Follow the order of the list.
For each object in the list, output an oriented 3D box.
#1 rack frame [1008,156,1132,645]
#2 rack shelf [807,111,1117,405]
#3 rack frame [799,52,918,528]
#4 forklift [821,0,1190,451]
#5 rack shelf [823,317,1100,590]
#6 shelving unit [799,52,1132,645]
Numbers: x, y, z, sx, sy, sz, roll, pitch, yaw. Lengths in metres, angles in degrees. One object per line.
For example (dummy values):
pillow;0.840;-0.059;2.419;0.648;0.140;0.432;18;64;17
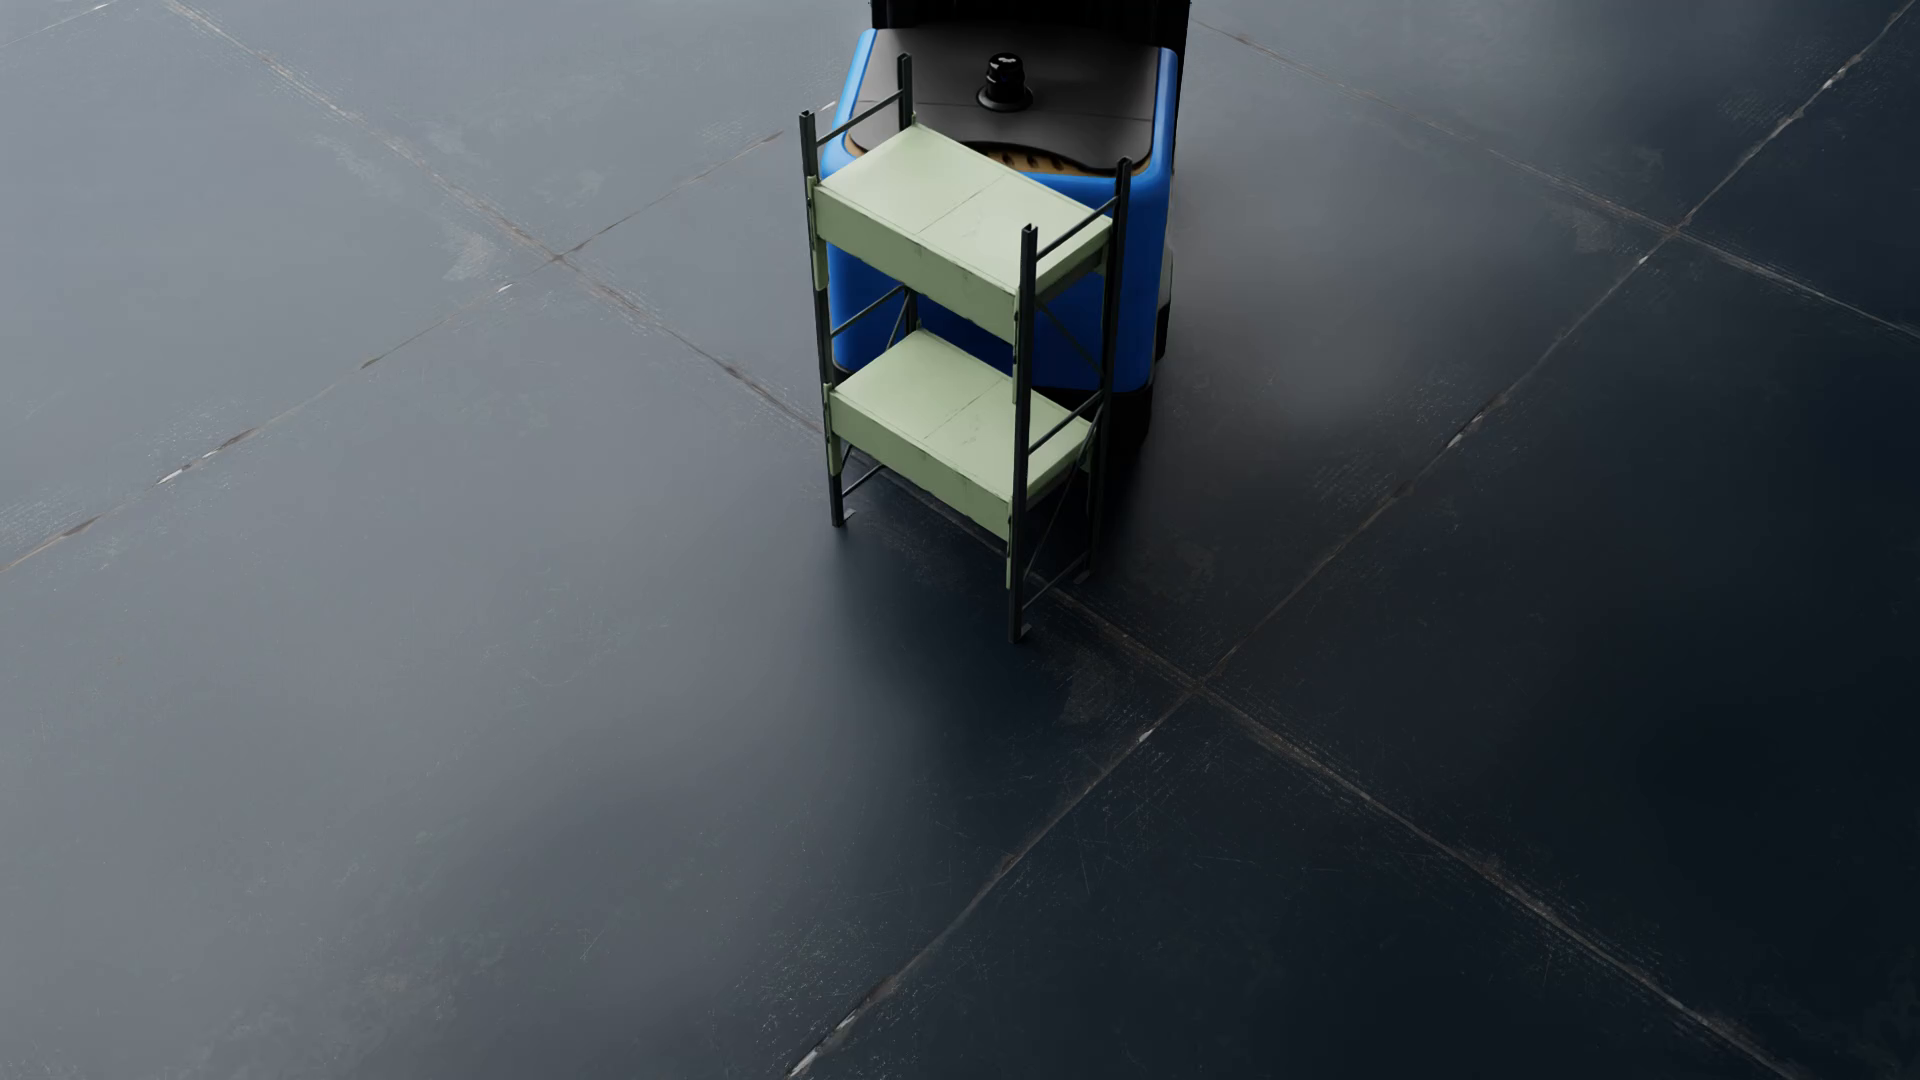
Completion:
rack frame;0.283;-0.315;4.517;0.023;1.500;0.400;33;55;27
rack shelf;0.007;-0.758;4.397;0.720;0.370;0.431;33;55;27
rack frame;-0.268;-0.666;4.847;0.023;1.500;0.400;33;55;27
forklift;0.269;-2.379;5.473;1.130;2.935;3.031;5;47;5
rack shelf;0.007;-0.268;4.920;0.720;0.370;0.431;33;55;27
shelving unit;0.007;-0.491;4.682;0.755;1.500;0.431;33;55;27
